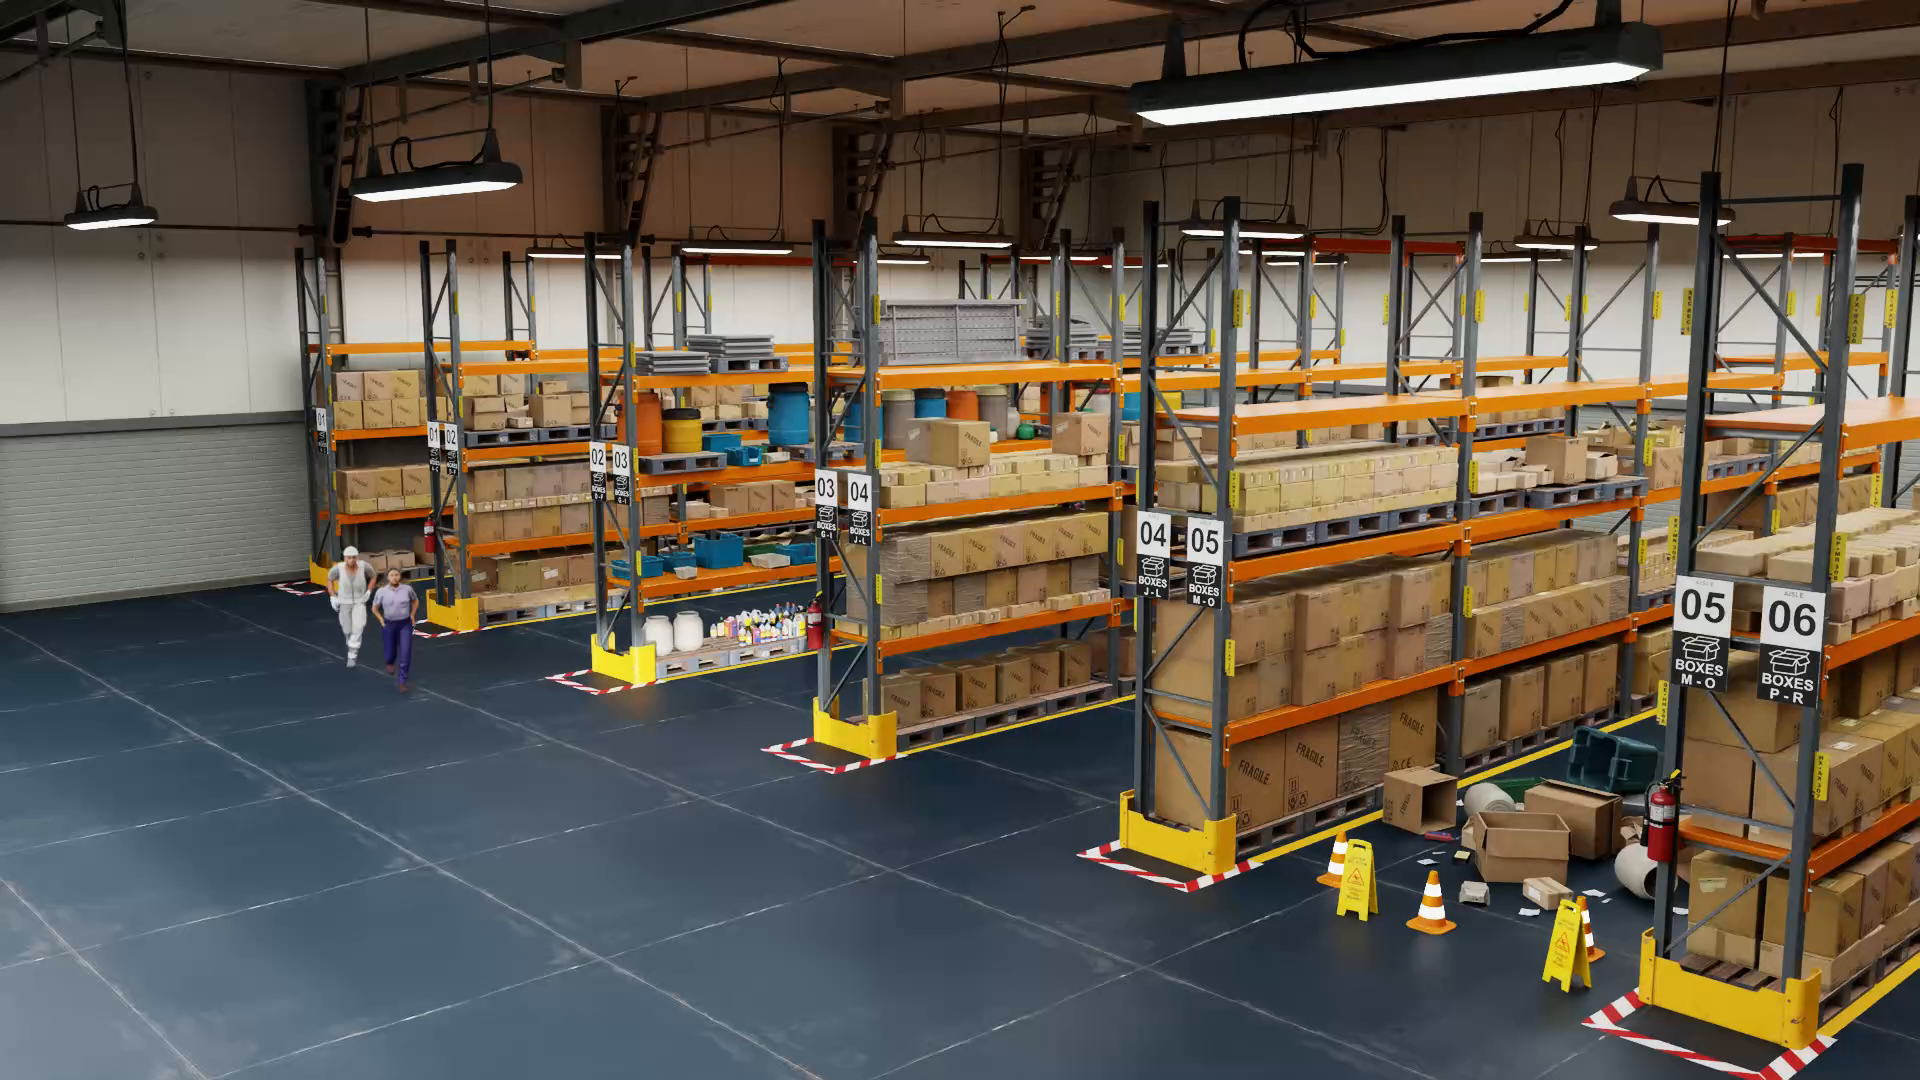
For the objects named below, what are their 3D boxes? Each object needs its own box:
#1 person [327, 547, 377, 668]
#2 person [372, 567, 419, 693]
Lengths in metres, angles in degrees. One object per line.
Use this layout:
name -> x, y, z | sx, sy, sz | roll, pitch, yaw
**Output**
person -> -8.585, 0.902, 23.511 | 0.659, 1.722, 0.915 | -4, 9, -27
person -> -7.456, 1.182, 22.026 | 0.607, 1.600, 0.769 | -4, 9, -24
